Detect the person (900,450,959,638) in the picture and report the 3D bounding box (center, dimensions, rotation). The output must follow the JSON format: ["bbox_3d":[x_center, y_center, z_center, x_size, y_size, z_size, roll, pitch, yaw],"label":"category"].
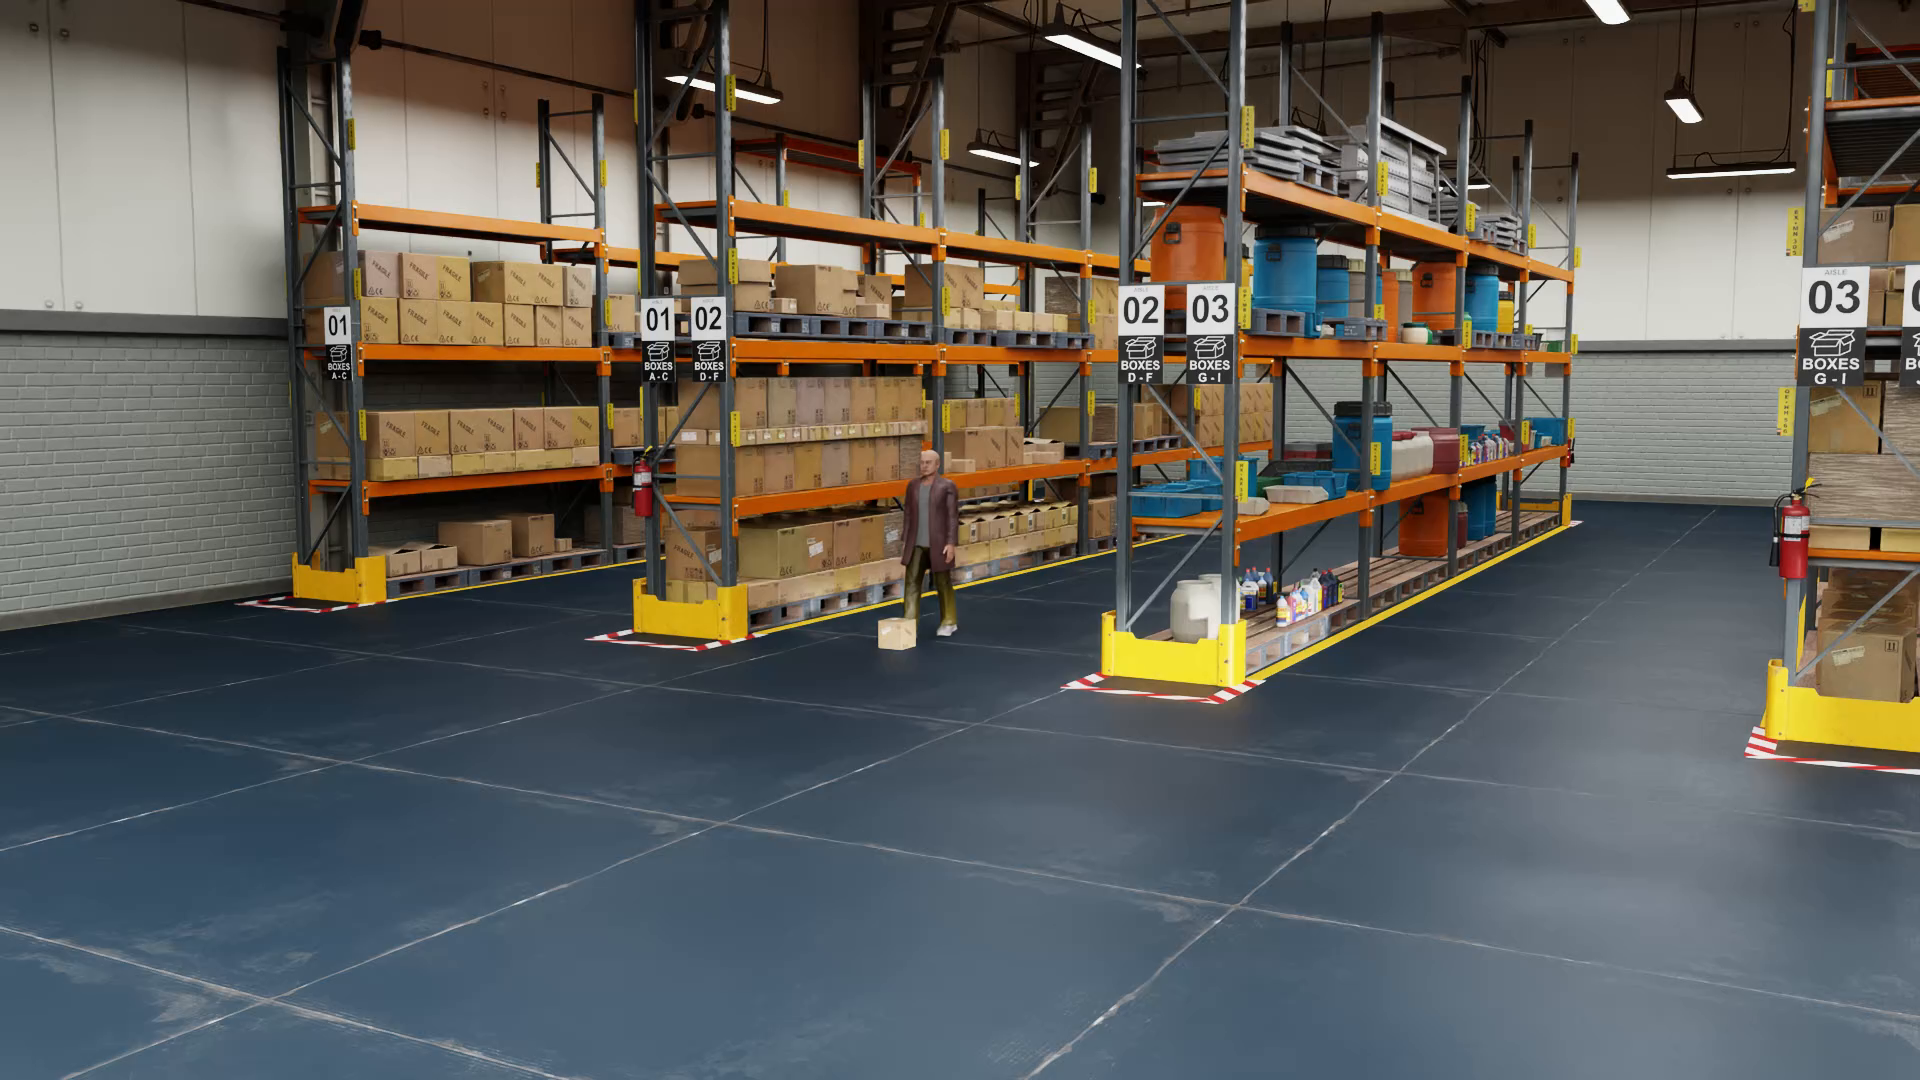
[{"bbox_3d":[-0.320,0.043,15.606,0.593,1.771,0.827,2,6,21],"label":"person"}]
